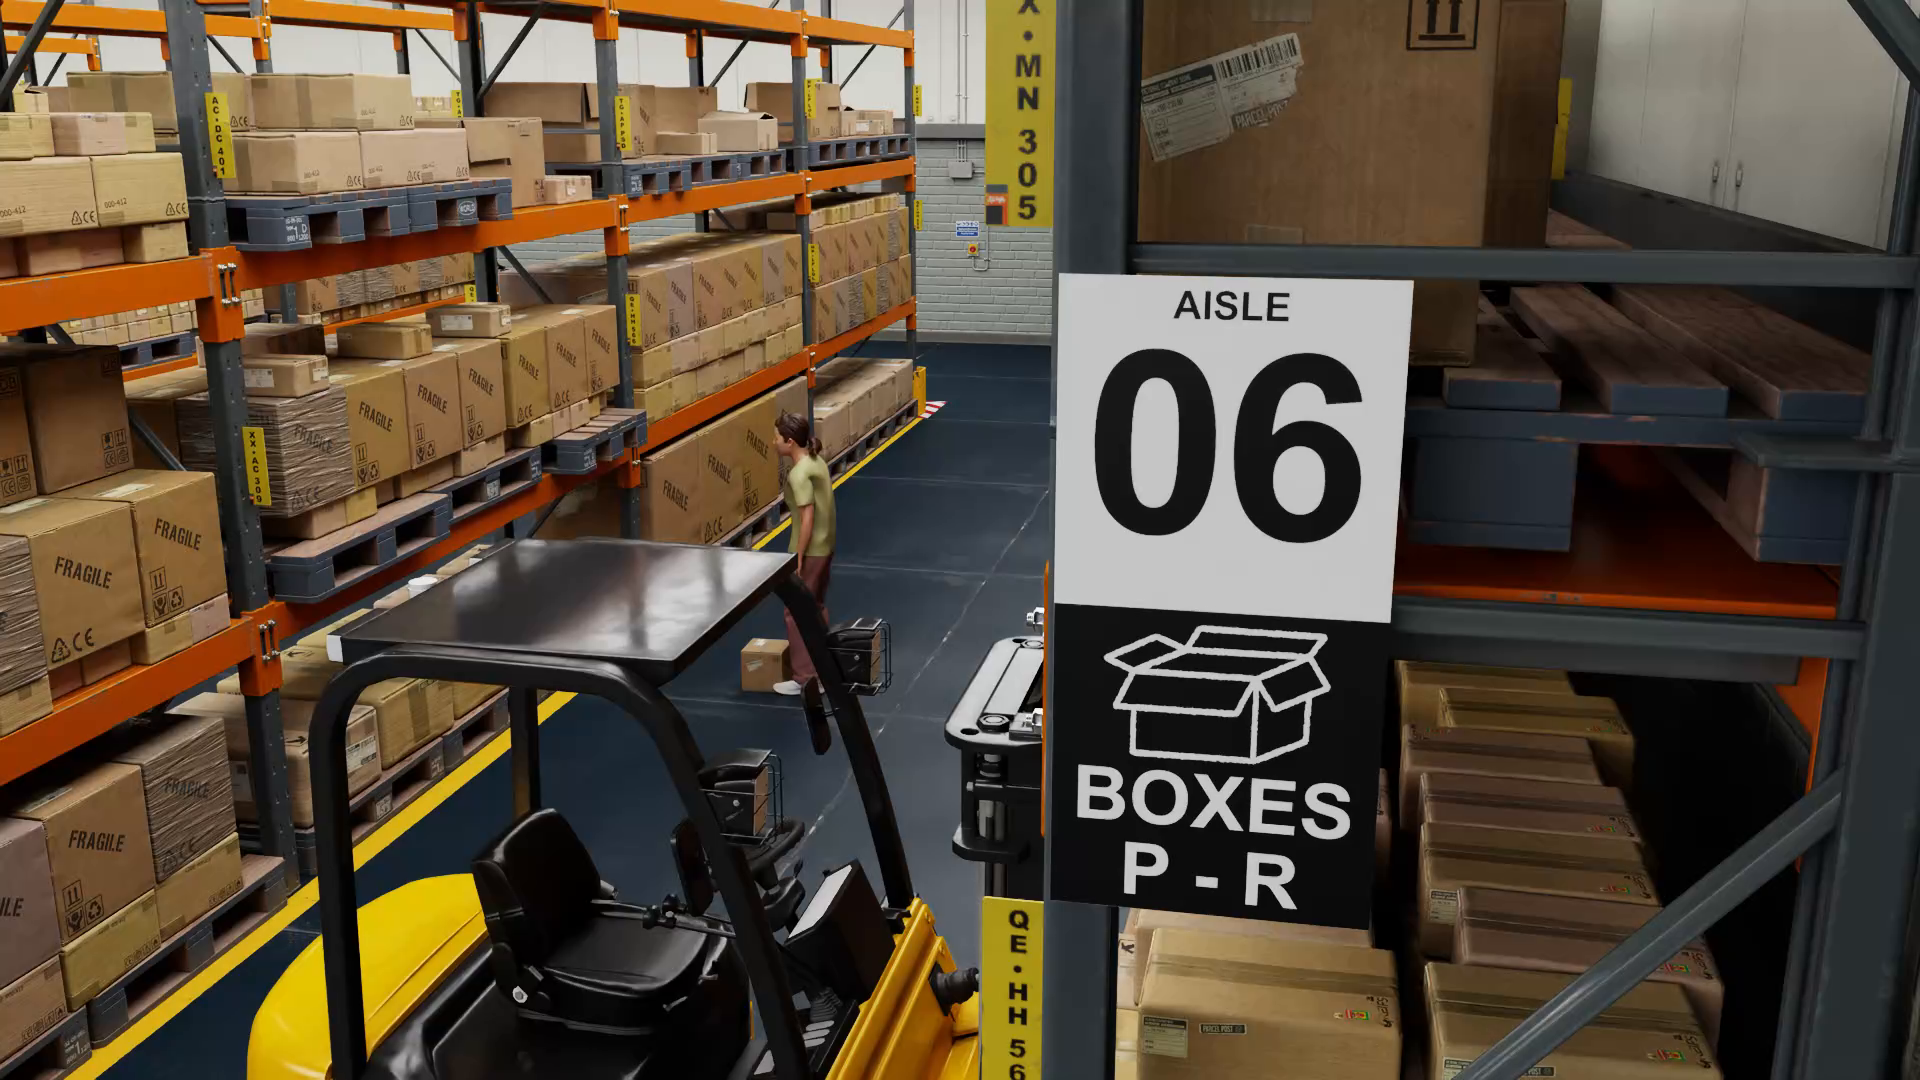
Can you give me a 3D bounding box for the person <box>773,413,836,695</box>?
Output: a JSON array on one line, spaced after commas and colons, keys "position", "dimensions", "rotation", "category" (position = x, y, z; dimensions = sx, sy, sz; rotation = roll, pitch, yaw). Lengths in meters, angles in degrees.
[{"position": [-0.911, 0.075, 9.733], "dimensions": [0.366, 1.671, 0.521], "rotation": [2, 15, 8], "category": "person"}]
